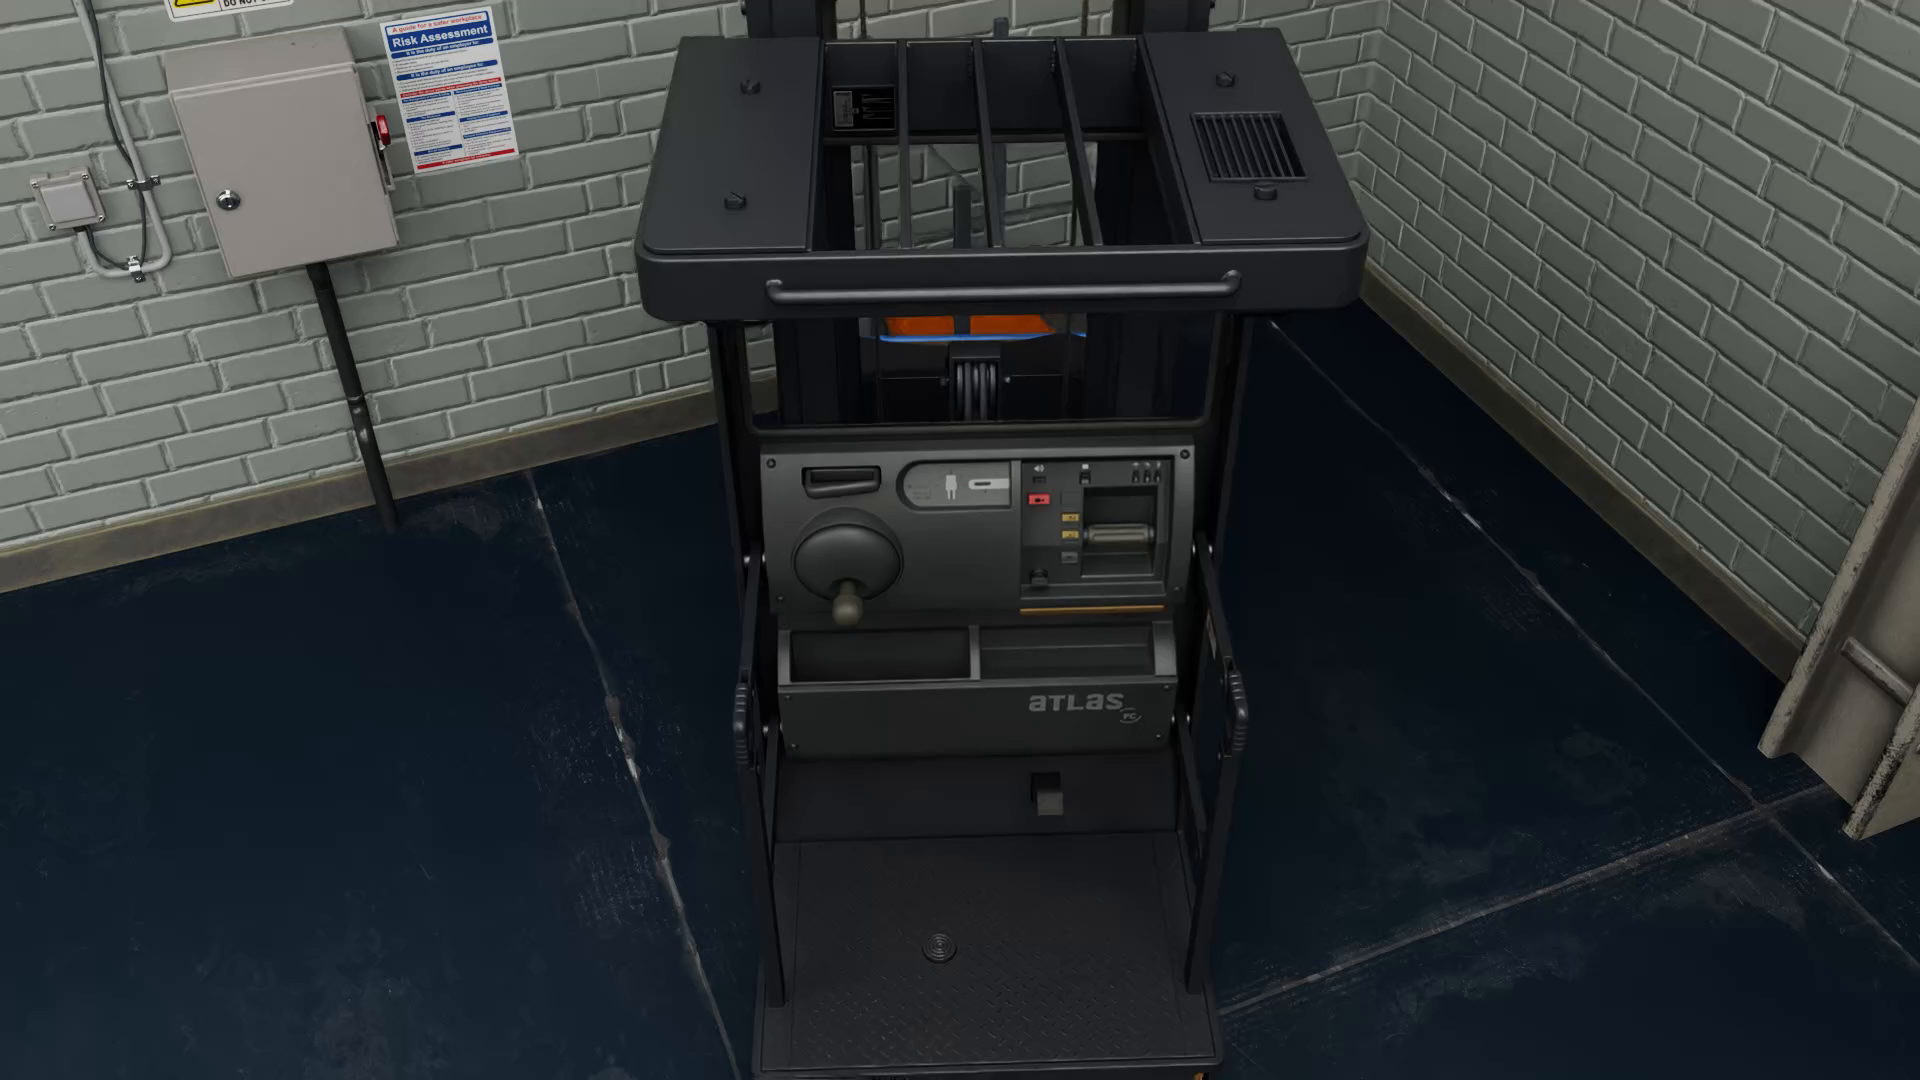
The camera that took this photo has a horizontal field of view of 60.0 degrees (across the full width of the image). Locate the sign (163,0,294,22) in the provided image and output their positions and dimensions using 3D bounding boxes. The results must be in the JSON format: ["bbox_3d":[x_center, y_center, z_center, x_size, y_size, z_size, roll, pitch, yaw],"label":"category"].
[{"bbox_3d":[-2.075,-1.596,4.672,0.339,0.242,0.001,-15,43,-17],"label":"sign"}]

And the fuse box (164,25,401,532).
[{"bbox_3d":[-1.945,-0.683,5.232,0.539,1.711,0.414,-15,43,-17],"label":"fuse box"}]

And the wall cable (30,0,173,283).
[{"bbox_3d":[-2.636,-1.481,4.393,0.588,1.984,0.122,-15,43,-17],"label":"wall cable"}]

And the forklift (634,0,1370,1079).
[{"bbox_3d":[0.050,0.061,3.431,1.130,2.935,3.031,-1,41,-2],"label":"forklift"}]

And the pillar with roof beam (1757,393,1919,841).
[{"bbox_3d":[-1.354,-1.635,0.749,9.100,9.000,0.400,-15,43,-17],"label":"pillar with roof beam"}]

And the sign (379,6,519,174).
[{"bbox_3d":[-1.568,-1.384,5.131,0.329,0.494,0.001,-15,43,-17],"label":"sign"}]

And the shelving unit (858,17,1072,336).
[{"bbox_3d":[0.067,-0.776,5.502,0.587,1.500,1.083,-12,42,-13],"label":"shelving unit"}]

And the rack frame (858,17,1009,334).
[{"bbox_3d":[-0.083,-1.086,5.863,0.500,1.500,0.032,-12,42,-13],"label":"rack frame"}]

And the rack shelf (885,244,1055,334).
[{"bbox_3d":[0.070,-0.634,5.613,0.538,0.185,1.000,-12,42,-13],"label":"rack shelf"}]

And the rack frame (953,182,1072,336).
[{"bbox_3d":[0.223,-0.454,5.128,0.500,1.500,0.032,-12,42,-13],"label":"rack frame"}]
